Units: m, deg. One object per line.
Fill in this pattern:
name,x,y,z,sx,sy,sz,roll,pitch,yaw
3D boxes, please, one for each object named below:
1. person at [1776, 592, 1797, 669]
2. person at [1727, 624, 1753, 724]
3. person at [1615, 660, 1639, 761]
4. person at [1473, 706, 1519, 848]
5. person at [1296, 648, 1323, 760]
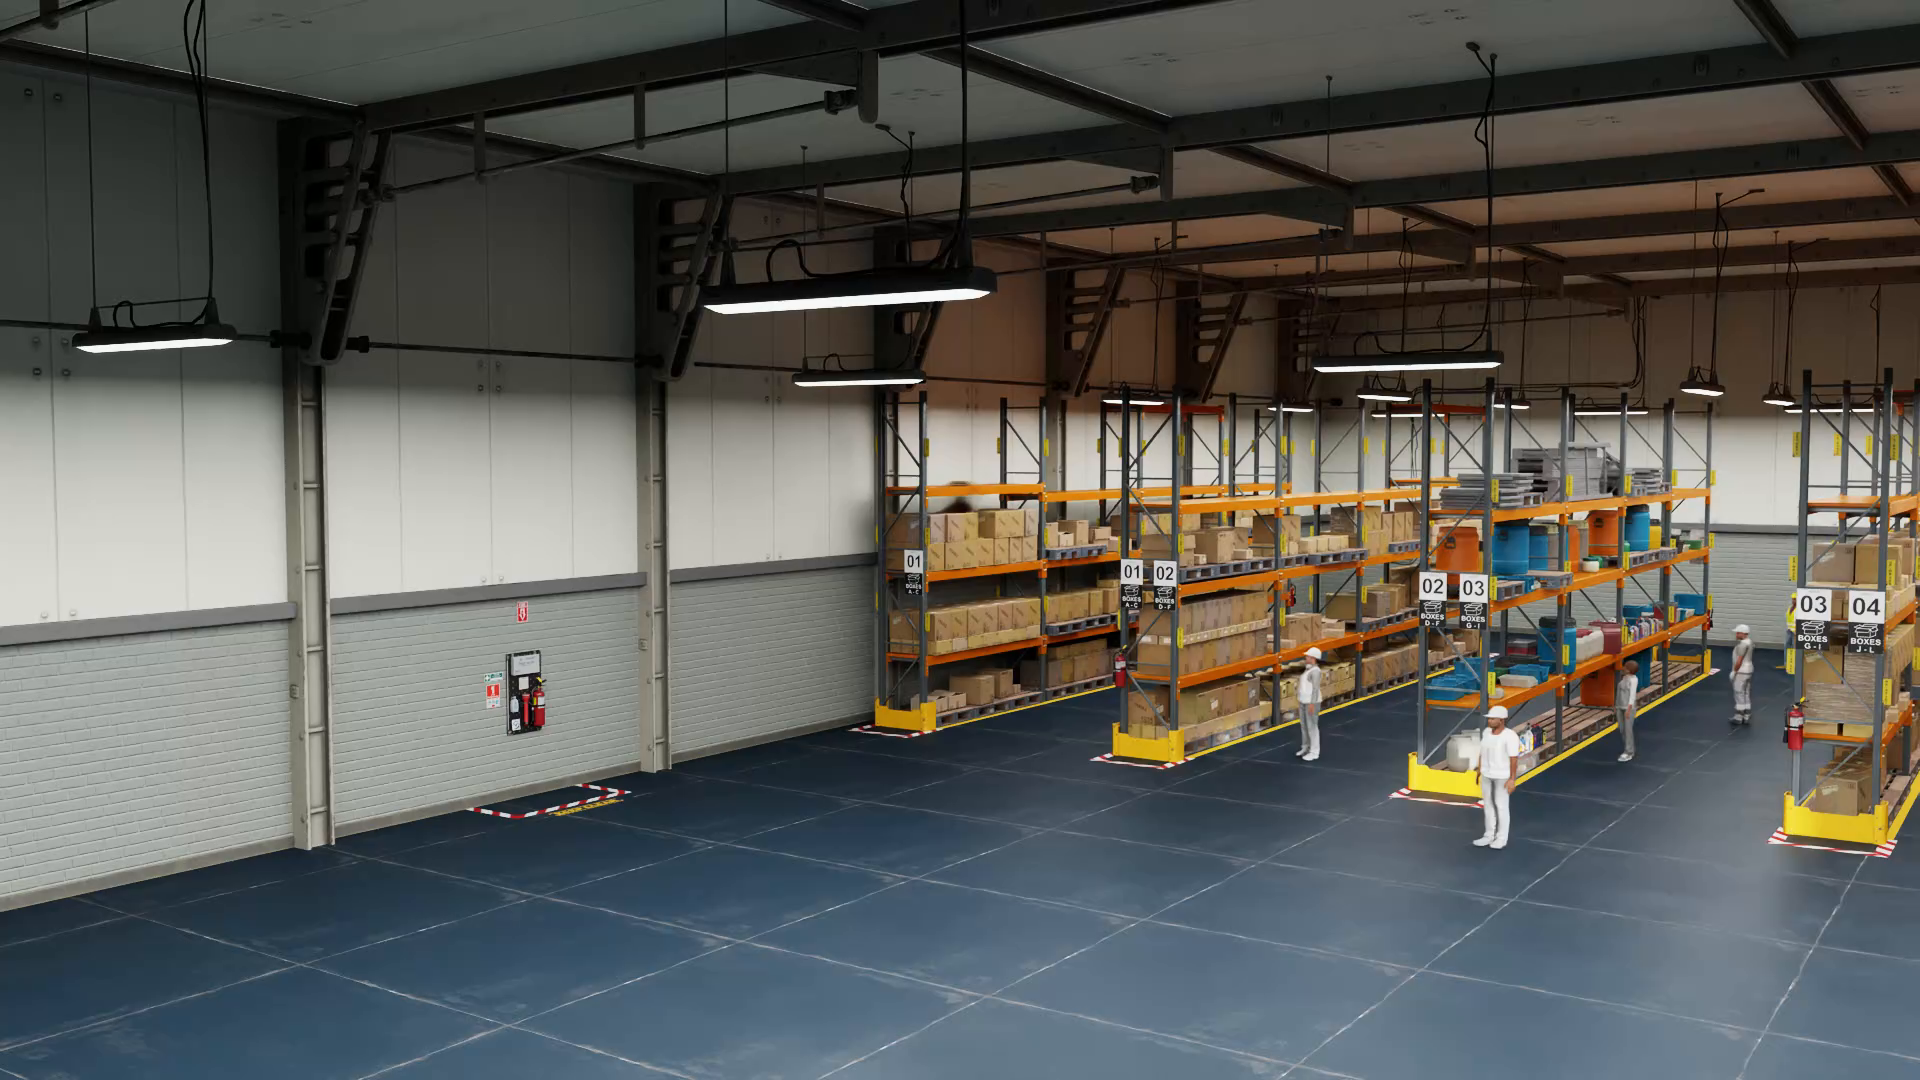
person,18.856,2.053,37.396,0.804,1.750,0.615,0,3,-5
person,14.136,2.427,30.129,0.391,1.798,0.558,3,4,42
person,10.715,2.732,26.710,0.453,1.609,0.436,-1,3,-20
person,6.693,2.952,20.777,0.385,1.772,0.586,-2,4,-30
person,5.643,2.624,26.848,0.414,1.782,0.577,-1,3,-14
